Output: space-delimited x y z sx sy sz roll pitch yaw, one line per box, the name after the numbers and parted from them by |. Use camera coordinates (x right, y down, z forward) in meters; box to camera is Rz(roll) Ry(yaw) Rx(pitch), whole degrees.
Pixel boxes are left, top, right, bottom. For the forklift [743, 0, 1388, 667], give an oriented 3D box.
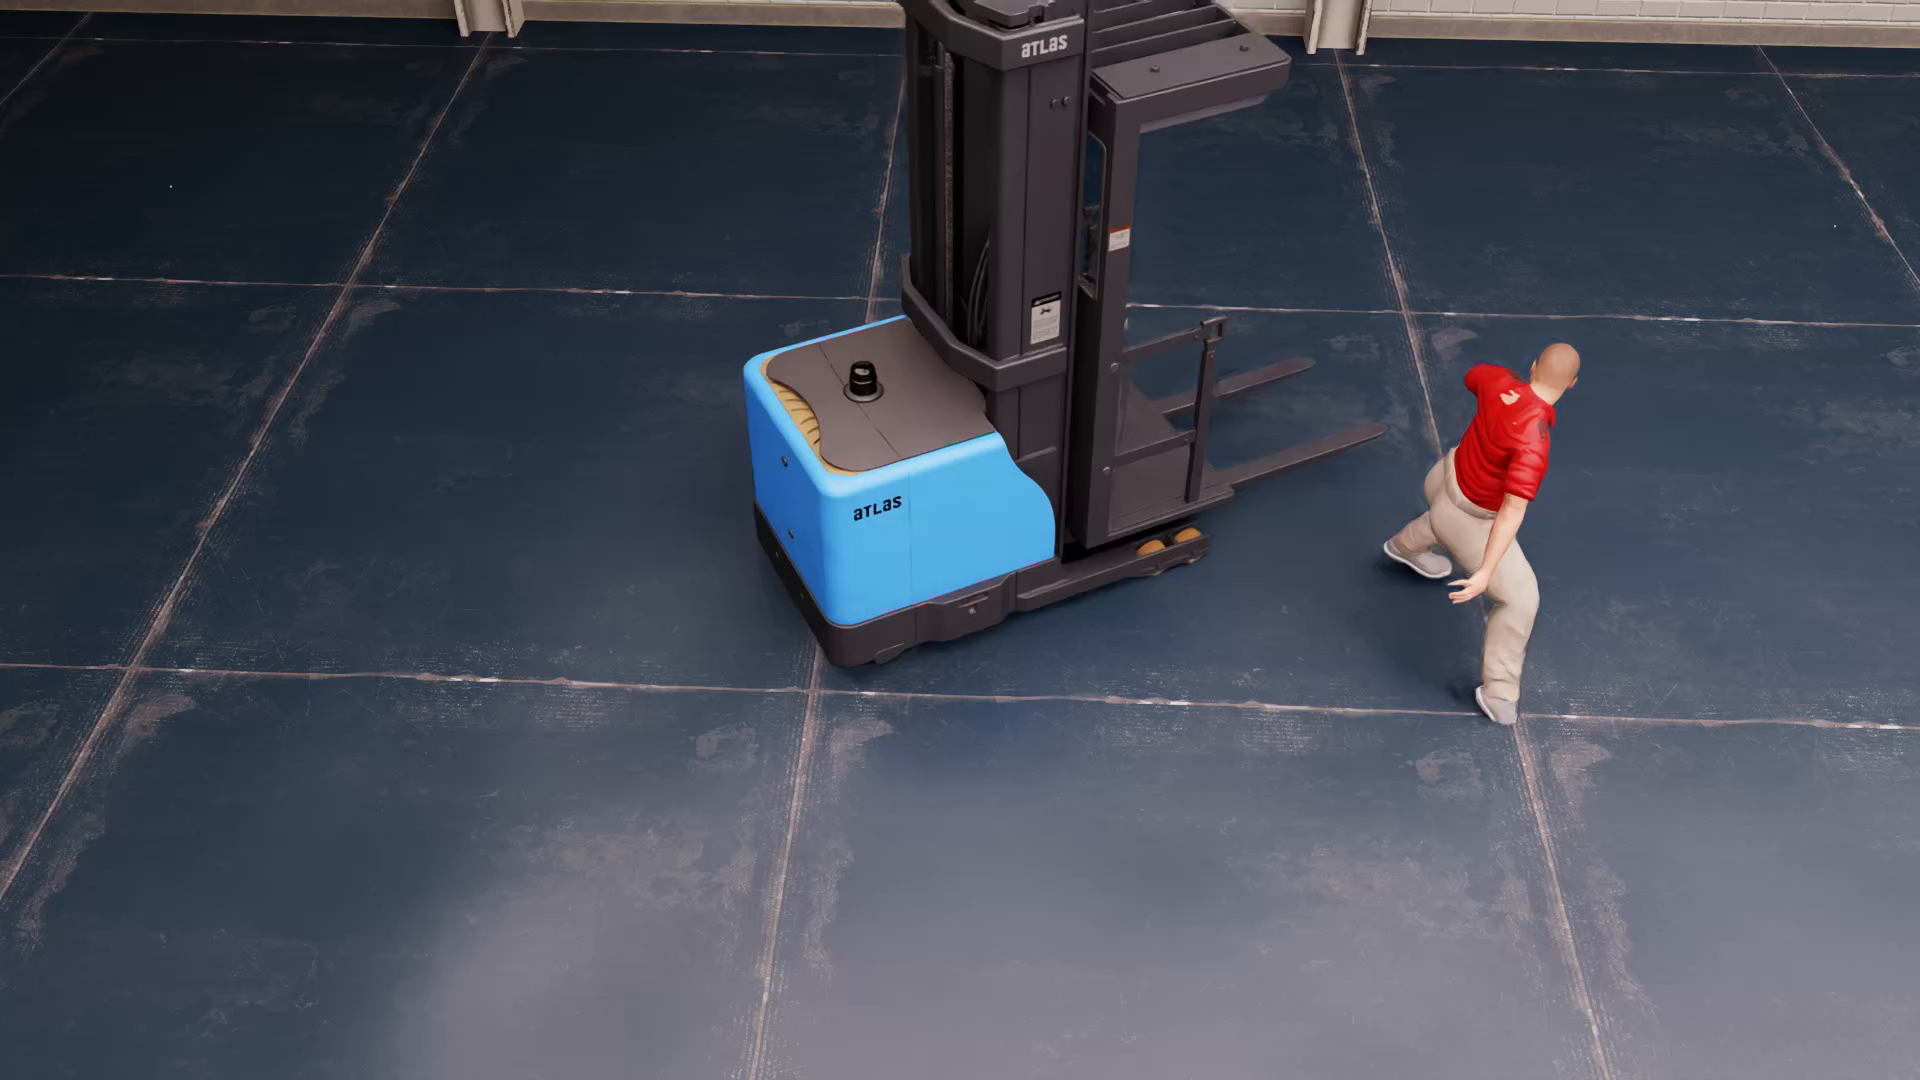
0.601 -1.219 7.078 3.031 2.935 1.130 -18 45 -19 | forklift

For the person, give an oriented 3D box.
2.214 -0.077 6.941 0.578 1.703 1.109 2 42 2 | person
